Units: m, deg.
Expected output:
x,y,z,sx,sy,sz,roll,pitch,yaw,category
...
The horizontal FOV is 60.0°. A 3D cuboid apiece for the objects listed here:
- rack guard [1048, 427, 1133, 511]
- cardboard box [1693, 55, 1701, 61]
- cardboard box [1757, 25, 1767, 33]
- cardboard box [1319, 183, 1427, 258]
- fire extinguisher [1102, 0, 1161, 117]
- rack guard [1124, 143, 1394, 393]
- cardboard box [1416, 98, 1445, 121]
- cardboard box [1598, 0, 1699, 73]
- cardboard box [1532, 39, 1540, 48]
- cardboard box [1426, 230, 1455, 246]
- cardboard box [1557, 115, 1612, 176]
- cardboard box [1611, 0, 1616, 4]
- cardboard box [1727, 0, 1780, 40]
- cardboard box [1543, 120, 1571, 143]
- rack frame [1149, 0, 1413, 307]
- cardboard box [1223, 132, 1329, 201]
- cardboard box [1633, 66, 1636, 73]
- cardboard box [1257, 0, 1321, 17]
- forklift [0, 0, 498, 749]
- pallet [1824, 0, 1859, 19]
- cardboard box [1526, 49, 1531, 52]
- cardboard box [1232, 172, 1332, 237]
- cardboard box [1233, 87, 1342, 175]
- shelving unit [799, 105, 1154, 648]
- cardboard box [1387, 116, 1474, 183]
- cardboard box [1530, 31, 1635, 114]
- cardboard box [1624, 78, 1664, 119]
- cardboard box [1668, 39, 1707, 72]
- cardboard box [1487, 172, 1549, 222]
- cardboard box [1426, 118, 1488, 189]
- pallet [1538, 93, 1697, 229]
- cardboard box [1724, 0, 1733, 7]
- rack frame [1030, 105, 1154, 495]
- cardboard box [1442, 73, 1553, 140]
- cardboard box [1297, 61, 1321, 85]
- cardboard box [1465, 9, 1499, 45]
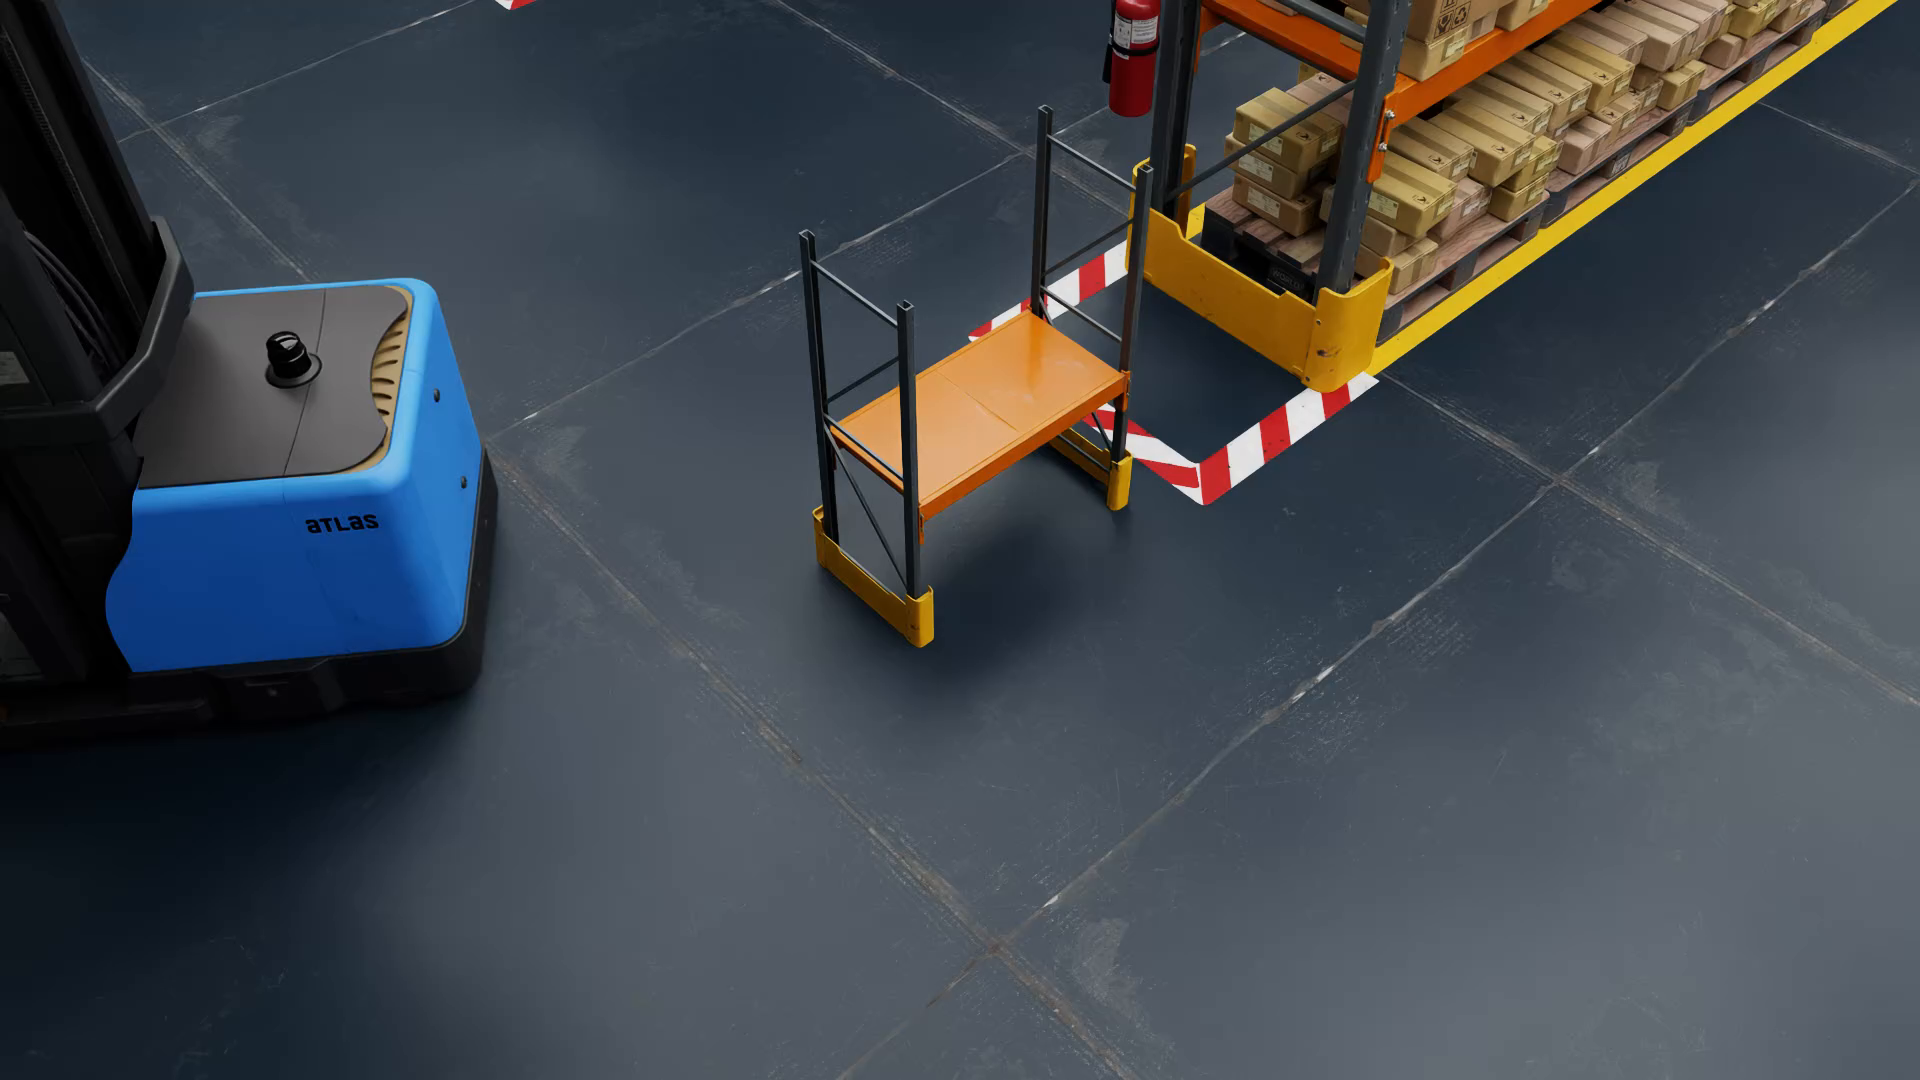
x,y,z,sx,sy,sz,roll,pitch,yaw,category
0.425,-0.369,6.420,0.087,0.250,0.587,-34,56,-27,rack guard
3.388,-2.424,8.100,0.250,0.149,0.380,-35,56,-28,cardboard box
3.816,-2.654,8.312,0.250,0.149,0.380,-32,55,-26,cardboard box
1.727,-1.359,6.915,0.250,0.149,0.380,-32,55,-26,cardboard box
0.669,-1.937,6.302,0.183,0.674,0.296,-34,56,-27,fire extinguisher
1.223,-1.153,6.974,0.348,0.500,1.175,-34,56,-27,rack guard
2.016,-1.991,7.497,0.250,0.149,0.380,-34,56,-28,cardboard box
3.122,-2.316,7.595,0.250,0.149,0.380,-36,57,-28,cardboard box
2.709,-2.553,8.016,0.250,0.149,0.380,-34,56,-27,cardboard box
1.908,-1.398,7.153,0.250,0.149,0.380,-34,56,-27,cardboard box
2.717,-1.845,7.565,0.380,0.149,0.250,36,57,29,cardboard box
3.158,-2.766,8.213,0.380,0.149,0.250,36,57,29,cardboard box
3.728,-2.606,8.065,0.250,0.149,0.380,-36,57,-28,cardboard box
2.484,-1.884,7.399,0.380,0.149,0.250,36,57,29,cardboard box
1.166,-1.963,6.020,0.127,3.000,1.000,-34,56,-27,rack frame
1.365,-1.656,7.188,0.250,0.149,0.380,-35,56,-28,cardboard box
2.863,-2.168,7.661,0.250,0.149,0.380,-31,55,-26,cardboard box
1.217,-2.193,6.403,0.250,0.149,0.380,-34,56,-27,cardboard box
-3.208,-0.684,4.887,3.031,2.935,1.130,-5,47,-5,forklift
4.701,-3.381,9.226,1.213,0.211,1.003,-34,56,-27,pallet
2.565,-2.276,7.963,0.250,0.149,0.380,-32,55,-26,cardboard box
1.415,-1.512,7.259,0.250,0.149,0.380,-33,55,-27,cardboard box
1.387,-1.740,7.064,0.250,0.149,0.380,-33,55,-27,cardboard box
0.056,-0.546,5.734,1.083,1.500,0.587,-34,56,-27,shelving unit
1.906,-1.617,6.950,0.250,0.149,0.380,-33,55,-27,cardboard box
2.743,-2.076,7.374,0.250,0.149,0.380,-33,55,-27,cardboard box
3.061,-2.133,7.831,0.250,0.149,0.380,-33,55,-27,cardboard box
3.301,-2.399,7.874,0.250,0.149,0.380,-32,55,-26,cardboard box
2.350,-1.591,7.331,0.250,0.149,0.380,-33,55,-27,cardboard box
2.089,-1.633,7.167,0.250,0.149,0.380,-33,55,-27,cardboard box
2.750,-2.038,7.986,1.213,0.211,1.003,-34,56,-27,pallet
3.451,-2.640,7.894,0.250,0.149,0.380,-32,55,-26,cardboard box
0.439,-0.802,5.970,0.032,1.500,0.500,-34,56,-27,rack frame
2.306,-1.839,7.155,0.380,0.149,0.250,36,57,29,cardboard box
1.718,-2.030,7.331,0.250,0.149,0.380,-35,56,-28,cardboard box
1.787,-2.008,6.233,0.250,0.149,0.380,-32,55,-26,cardboard box
